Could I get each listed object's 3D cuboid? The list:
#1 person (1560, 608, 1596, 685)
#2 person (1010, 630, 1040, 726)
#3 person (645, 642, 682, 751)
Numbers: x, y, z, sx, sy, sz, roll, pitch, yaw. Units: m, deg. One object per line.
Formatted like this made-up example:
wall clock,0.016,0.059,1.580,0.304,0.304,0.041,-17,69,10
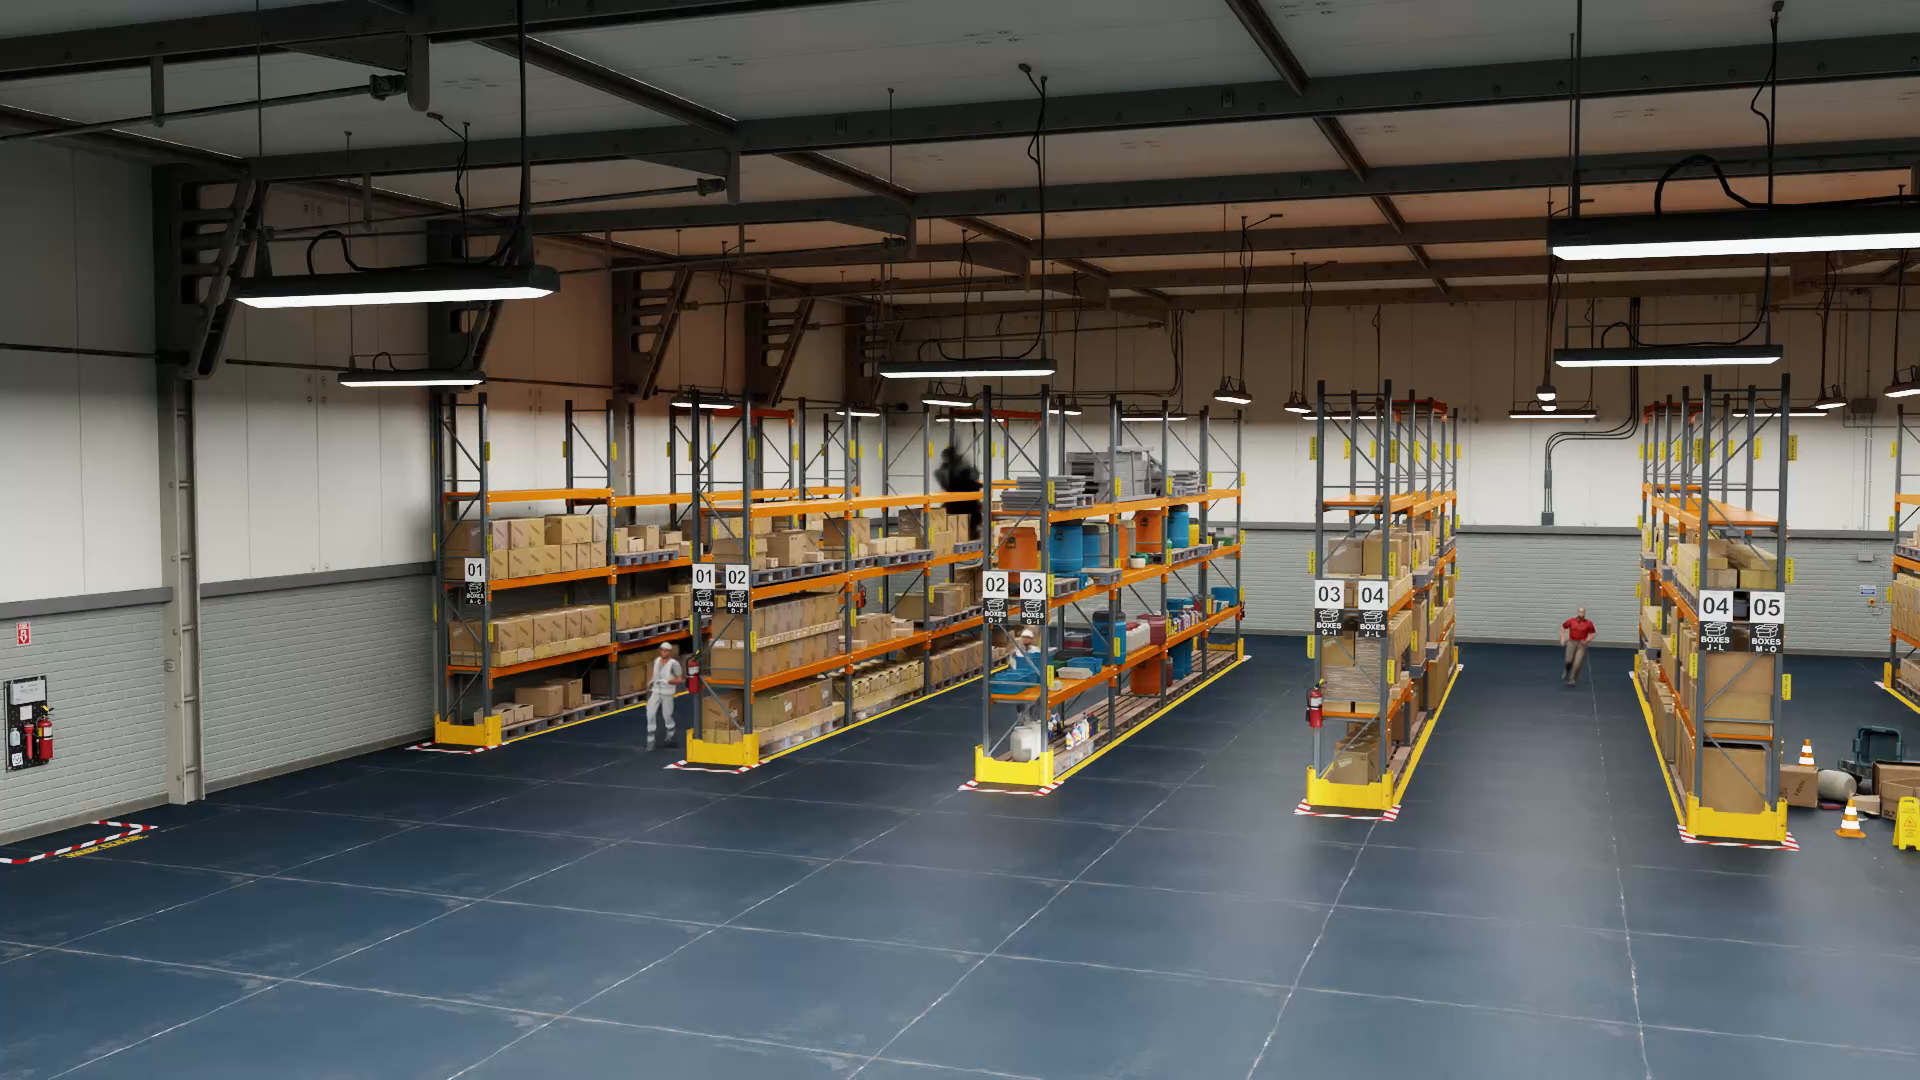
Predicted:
person,13.262,2.275,35.677,0.716,1.659,0.551,1,3,18
person,1.182,2.507,30.223,0.644,1.749,0.642,1,3,10
person,-4.975,2.631,28.086,0.673,1.836,0.827,1,3,16
